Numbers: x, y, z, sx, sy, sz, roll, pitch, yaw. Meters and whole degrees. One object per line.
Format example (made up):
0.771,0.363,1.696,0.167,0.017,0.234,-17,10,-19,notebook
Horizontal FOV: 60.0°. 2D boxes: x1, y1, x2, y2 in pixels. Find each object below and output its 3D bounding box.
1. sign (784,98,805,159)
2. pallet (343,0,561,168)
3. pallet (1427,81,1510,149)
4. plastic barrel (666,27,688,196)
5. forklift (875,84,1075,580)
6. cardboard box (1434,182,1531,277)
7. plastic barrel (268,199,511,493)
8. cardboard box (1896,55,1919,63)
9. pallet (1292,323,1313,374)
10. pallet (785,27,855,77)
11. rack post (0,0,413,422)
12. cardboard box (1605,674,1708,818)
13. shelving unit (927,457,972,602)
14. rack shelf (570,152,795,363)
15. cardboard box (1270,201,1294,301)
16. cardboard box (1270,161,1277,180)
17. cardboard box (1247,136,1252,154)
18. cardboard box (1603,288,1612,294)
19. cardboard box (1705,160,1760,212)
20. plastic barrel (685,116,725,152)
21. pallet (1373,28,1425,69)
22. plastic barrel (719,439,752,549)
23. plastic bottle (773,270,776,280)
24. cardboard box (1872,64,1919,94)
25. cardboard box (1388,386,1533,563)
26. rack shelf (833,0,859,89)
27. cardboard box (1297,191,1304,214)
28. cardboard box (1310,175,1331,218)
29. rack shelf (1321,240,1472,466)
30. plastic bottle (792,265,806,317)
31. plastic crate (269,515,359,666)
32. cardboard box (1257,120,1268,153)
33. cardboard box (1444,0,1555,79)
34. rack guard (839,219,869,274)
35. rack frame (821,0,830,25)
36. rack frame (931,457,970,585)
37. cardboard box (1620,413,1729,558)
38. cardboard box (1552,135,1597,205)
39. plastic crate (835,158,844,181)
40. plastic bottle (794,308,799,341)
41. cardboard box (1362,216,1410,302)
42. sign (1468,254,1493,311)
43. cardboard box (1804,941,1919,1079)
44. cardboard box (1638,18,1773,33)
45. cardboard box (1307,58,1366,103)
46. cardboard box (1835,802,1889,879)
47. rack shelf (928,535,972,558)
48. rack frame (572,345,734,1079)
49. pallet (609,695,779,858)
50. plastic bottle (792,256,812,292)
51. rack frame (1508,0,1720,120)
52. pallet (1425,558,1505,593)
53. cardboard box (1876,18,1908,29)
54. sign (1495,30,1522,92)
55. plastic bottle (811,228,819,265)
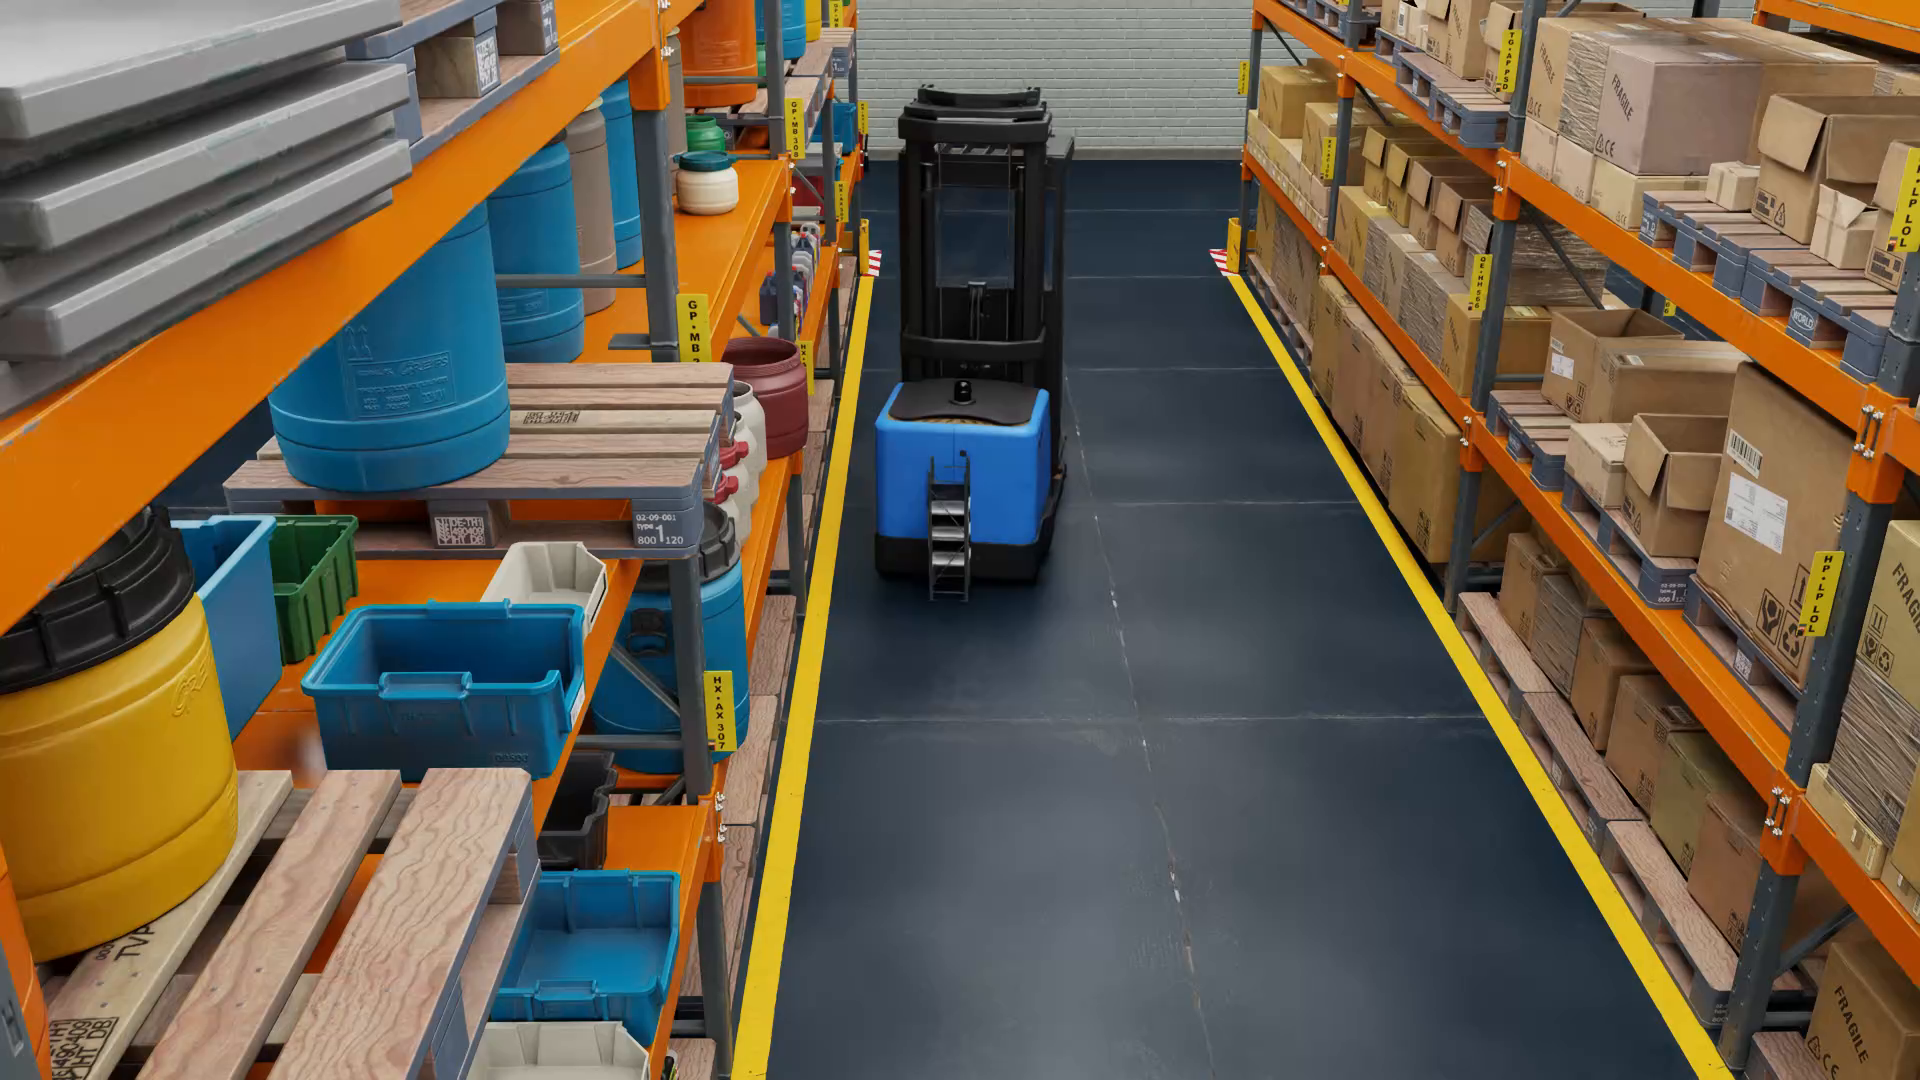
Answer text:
-0.898,-2.238,9.045,0.100,0.325,0.005,0,24,-1,sign
-1.351,-0.887,3.005,1.003,0.211,1.213,0,24,-1,pallet
3.445,-2.481,9.685,1.213,0.211,1.003,1,24,2,pallet
-1.656,-2.169,8.157,0.600,0.901,0.600,0,24,0,plastic barrel
0.181,-1.660,11.364,1.130,2.935,3.031,3,25,8,forklift
3.509,-2.008,10.711,0.797,0.503,0.637,0,24,1,cardboard box
-1.500,-0.641,4.269,0.600,0.901,0.708,0,24,-1,plastic barrel
8.661,-4.021,14.805,0.500,0.500,0.500,-1,24,-2,cardboard box
3.531,-1.627,14.591,1.003,0.211,1.213,0,24,-1,pallet
-1.385,-3.520,11.981,1.213,0.211,1.003,0,24,-1,pallet
-1.242,-0.434,1.897,0.937,0.300,0.954,2,24,5,rack post
3.570,0.971,7.963,0.700,0.500,0.500,-2,24,-5,cardboard box
-0.065,-0.061,10.273,0.258,0.900,0.210,2,29,4,shelving unit
-1.426,-1.128,7.337,1.077,0.370,4.000,0,24,-1,rack shelf
3.514,-2.817,15.907,0.875,0.875,0.875,0,24,-1,cardboard box
3.108,-3.440,15.521,0.380,0.149,0.250,-1,24,-1,cardboard box
3.091,-3.970,16.692,0.380,0.149,0.250,0,24,0,cardboard box
3.764,-1.395,10.573,0.500,0.500,0.500,-1,24,-2,cardboard box
3.428,-1.511,7.085,0.380,0.166,0.250,-1,24,-2,cardboard box
-1.394,-2.108,8.819,0.294,0.245,0.294,0,24,0,plastic barrel
3.521,-3.486,11.909,0.805,0.209,1.217,-1,24,-3,pallet
-1.208,-0.203,7.893,0.433,0.535,0.433,0,24,0,plastic barrel
-1.275,-1.824,11.800,0.097,0.271,0.097,0,24,0,plastic bottle
8.144,-3.818,14.355,0.500,0.500,0.500,0,24,1,cardboard box
3.518,-0.443,10.659,1.225,0.875,0.875,-1,24,-3,cardboard box
-1.513,-4.425,14.626,1.077,0.370,4.000,0,24,-1,rack shelf
3.122,-2.911,14.352,0.380,0.149,0.250,0,24,0,cardboard box
3.194,-2.832,13.692,0.500,0.250,0.500,-1,24,-2,cardboard box
3.483,-1.432,11.649,1.077,0.370,4.000,0,24,-1,rack shelf
-1.142,-1.708,11.446,0.144,0.351,0.185,0,24,-1,plastic bottle
-1.659,0.116,3.970,0.336,0.188,0.450,0,24,-1,plastic crate
3.165,-3.886,16.023,0.500,0.250,0.500,-1,24,-1,cardboard box
3.329,-3.145,10.294,0.500,0.500,0.500,1,24,2,cardboard box
-1.548,-3.081,17.455,1.175,0.500,0.348,0,24,-1,rack guard
-1.491,-5.295,12.037,1.000,3.000,0.127,0,24,-1,rack frame
-0.057,-0.110,10.361,0.240,0.900,0.006,2,29,4,rack frame
3.437,-0.240,7.505,0.797,0.503,0.637,2,24,5,cardboard box
3.261,-1.828,8.193,0.500,0.250,0.500,0,24,1,cardboard box
-1.256,-3.316,15.072,0.416,0.233,0.300,0,24,-1,plastic crate
-1.112,-1.423,10.913,0.097,0.271,0.097,0,24,0,plastic bottle
3.228,-2.025,11.967,0.500,0.500,0.500,-1,24,-2,cardboard box
2.950,-1.459,9.431,0.100,0.325,0.005,0,24,-1,sign
3.513,1.825,6.098,0.500,0.500,0.500,-1,24,-2,cardboard box
3.760,-2.380,8.505,0.500,0.500,0.500,0,24,1,cardboard box
3.686,-4.441,16.341,0.500,0.500,0.500,0,24,0,cardboard box
3.240,1.020,5.659,0.380,0.149,0.250,0,24,-1,cardboard box
-0.064,0.047,10.333,0.258,0.077,0.200,2,29,4,rack shelf
-1.404,0.735,5.985,1.000,3.000,0.127,0,24,-1,rack frame
-1.468,1.178,8.389,1.003,0.211,1.213,0,24,-1,pallet
-1.153,-1.930,12.028,0.152,0.276,0.135,0,24,-1,plastic bottle
3.505,-3.669,8.442,1.000,3.000,0.127,0,24,-1,rack frame
3.572,0.010,10.972,1.003,0.211,1.213,0,24,-1,pallet
8.147,-4.479,14.055,0.500,0.250,0.500,-1,24,-1,cardboard box
2.950,-2.575,8.939,0.100,0.325,0.005,0,24,-1,sign
-1.116,-2.252,12.732,0.061,0.283,0.133,0,24,-1,plastic bottle
